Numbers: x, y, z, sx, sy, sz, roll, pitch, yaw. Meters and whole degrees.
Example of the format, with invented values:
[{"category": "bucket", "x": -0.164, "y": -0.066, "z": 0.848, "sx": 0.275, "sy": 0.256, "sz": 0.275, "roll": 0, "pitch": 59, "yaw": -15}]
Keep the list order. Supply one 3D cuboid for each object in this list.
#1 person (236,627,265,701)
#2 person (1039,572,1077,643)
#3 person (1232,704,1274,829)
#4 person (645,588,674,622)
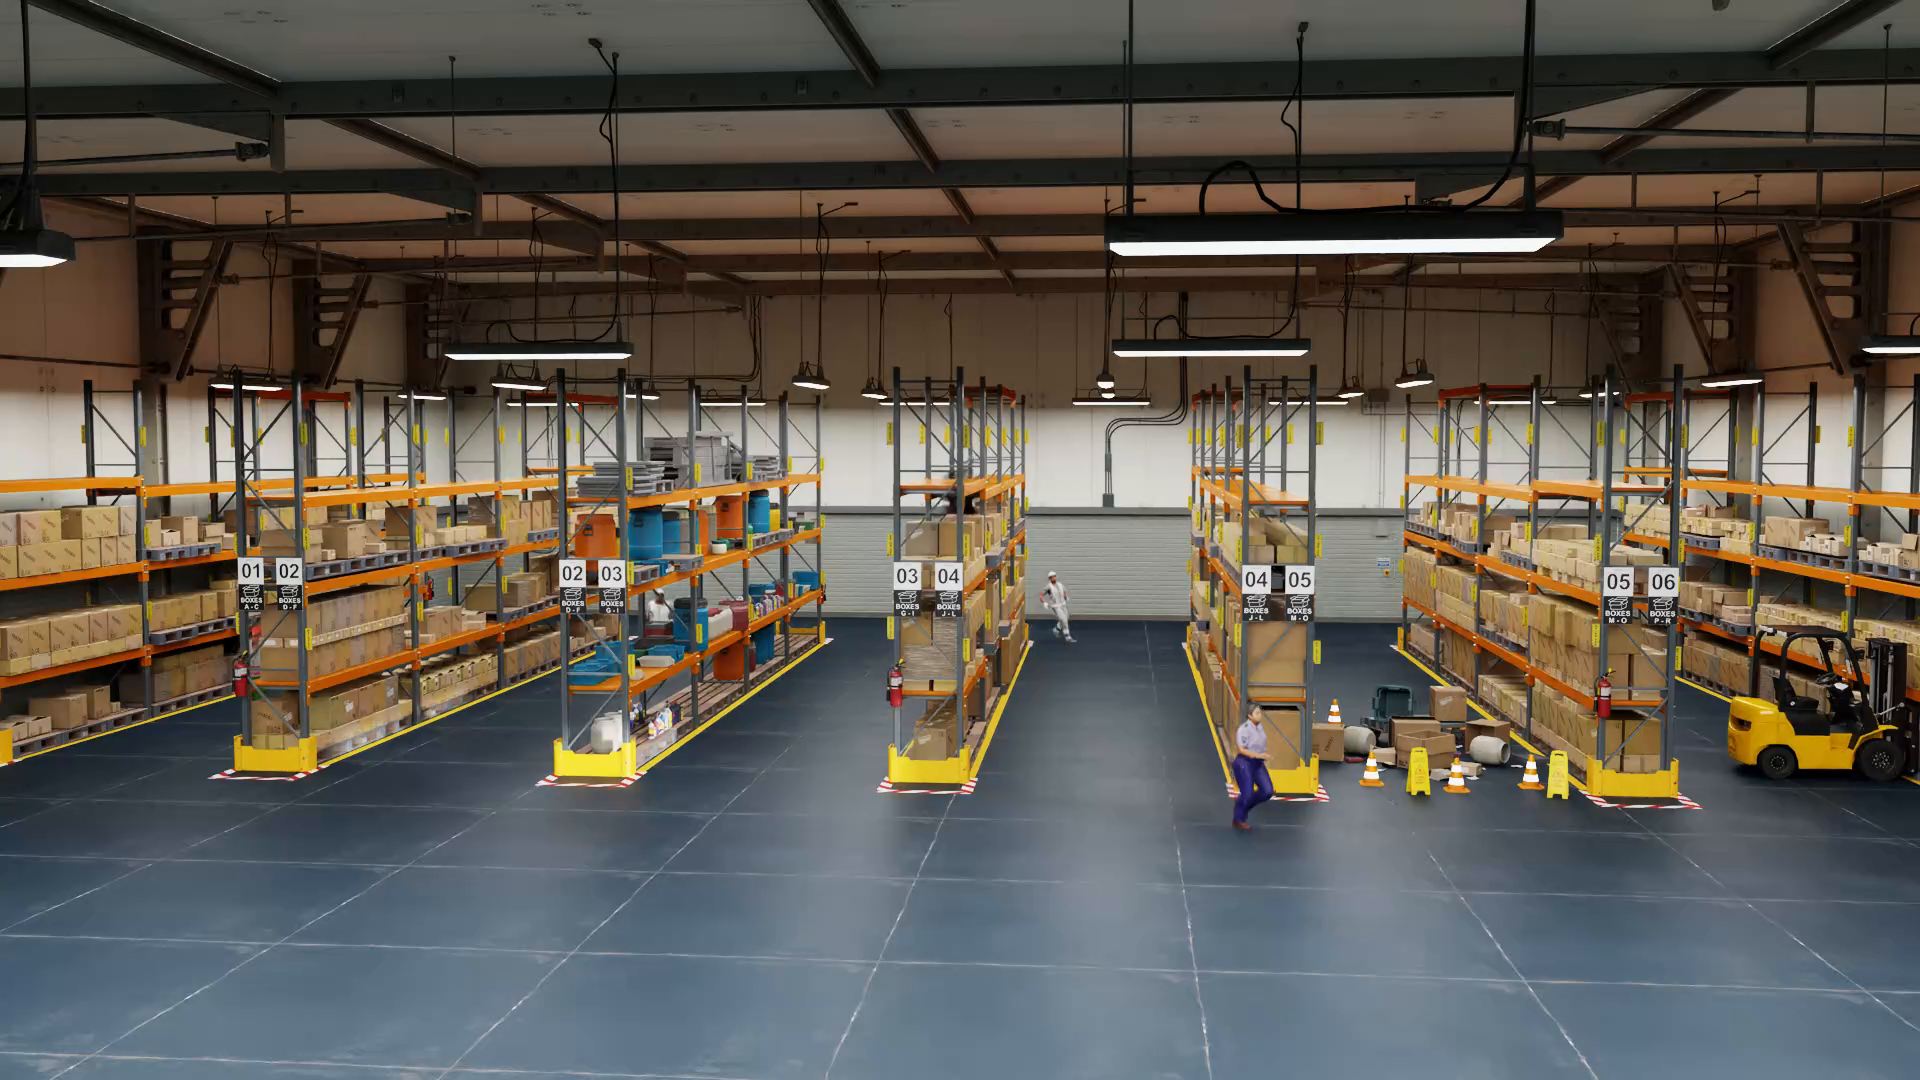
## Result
[{"category": "person", "x": -12.144, "y": 2.365, "z": 28.731, "sx": 0.662, "sy": 1.759, "sz": 0.895, "roll": -1, "pitch": 4, "yaw": -9}, {"category": "person", "x": 2.394, "y": 1.634, "z": 40.186, "sx": 0.726, "sy": 1.726, "sz": 0.906, "roll": -3, "pitch": 5, "yaw": -40}, {"category": "person", "x": 3.739, "y": 2.885, "z": 21.129, "sx": 0.585, "sy": 1.611, "sz": 0.601, "roll": -3, "pitch": 5, "yaw": -40}, {"category": "person", "x": -6.349, "y": 1.926, "z": 35.134, "sx": 0.654, "sy": 1.835, "sz": 0.735, "roll": 0, "pitch": 4, "yaw": -2}]
